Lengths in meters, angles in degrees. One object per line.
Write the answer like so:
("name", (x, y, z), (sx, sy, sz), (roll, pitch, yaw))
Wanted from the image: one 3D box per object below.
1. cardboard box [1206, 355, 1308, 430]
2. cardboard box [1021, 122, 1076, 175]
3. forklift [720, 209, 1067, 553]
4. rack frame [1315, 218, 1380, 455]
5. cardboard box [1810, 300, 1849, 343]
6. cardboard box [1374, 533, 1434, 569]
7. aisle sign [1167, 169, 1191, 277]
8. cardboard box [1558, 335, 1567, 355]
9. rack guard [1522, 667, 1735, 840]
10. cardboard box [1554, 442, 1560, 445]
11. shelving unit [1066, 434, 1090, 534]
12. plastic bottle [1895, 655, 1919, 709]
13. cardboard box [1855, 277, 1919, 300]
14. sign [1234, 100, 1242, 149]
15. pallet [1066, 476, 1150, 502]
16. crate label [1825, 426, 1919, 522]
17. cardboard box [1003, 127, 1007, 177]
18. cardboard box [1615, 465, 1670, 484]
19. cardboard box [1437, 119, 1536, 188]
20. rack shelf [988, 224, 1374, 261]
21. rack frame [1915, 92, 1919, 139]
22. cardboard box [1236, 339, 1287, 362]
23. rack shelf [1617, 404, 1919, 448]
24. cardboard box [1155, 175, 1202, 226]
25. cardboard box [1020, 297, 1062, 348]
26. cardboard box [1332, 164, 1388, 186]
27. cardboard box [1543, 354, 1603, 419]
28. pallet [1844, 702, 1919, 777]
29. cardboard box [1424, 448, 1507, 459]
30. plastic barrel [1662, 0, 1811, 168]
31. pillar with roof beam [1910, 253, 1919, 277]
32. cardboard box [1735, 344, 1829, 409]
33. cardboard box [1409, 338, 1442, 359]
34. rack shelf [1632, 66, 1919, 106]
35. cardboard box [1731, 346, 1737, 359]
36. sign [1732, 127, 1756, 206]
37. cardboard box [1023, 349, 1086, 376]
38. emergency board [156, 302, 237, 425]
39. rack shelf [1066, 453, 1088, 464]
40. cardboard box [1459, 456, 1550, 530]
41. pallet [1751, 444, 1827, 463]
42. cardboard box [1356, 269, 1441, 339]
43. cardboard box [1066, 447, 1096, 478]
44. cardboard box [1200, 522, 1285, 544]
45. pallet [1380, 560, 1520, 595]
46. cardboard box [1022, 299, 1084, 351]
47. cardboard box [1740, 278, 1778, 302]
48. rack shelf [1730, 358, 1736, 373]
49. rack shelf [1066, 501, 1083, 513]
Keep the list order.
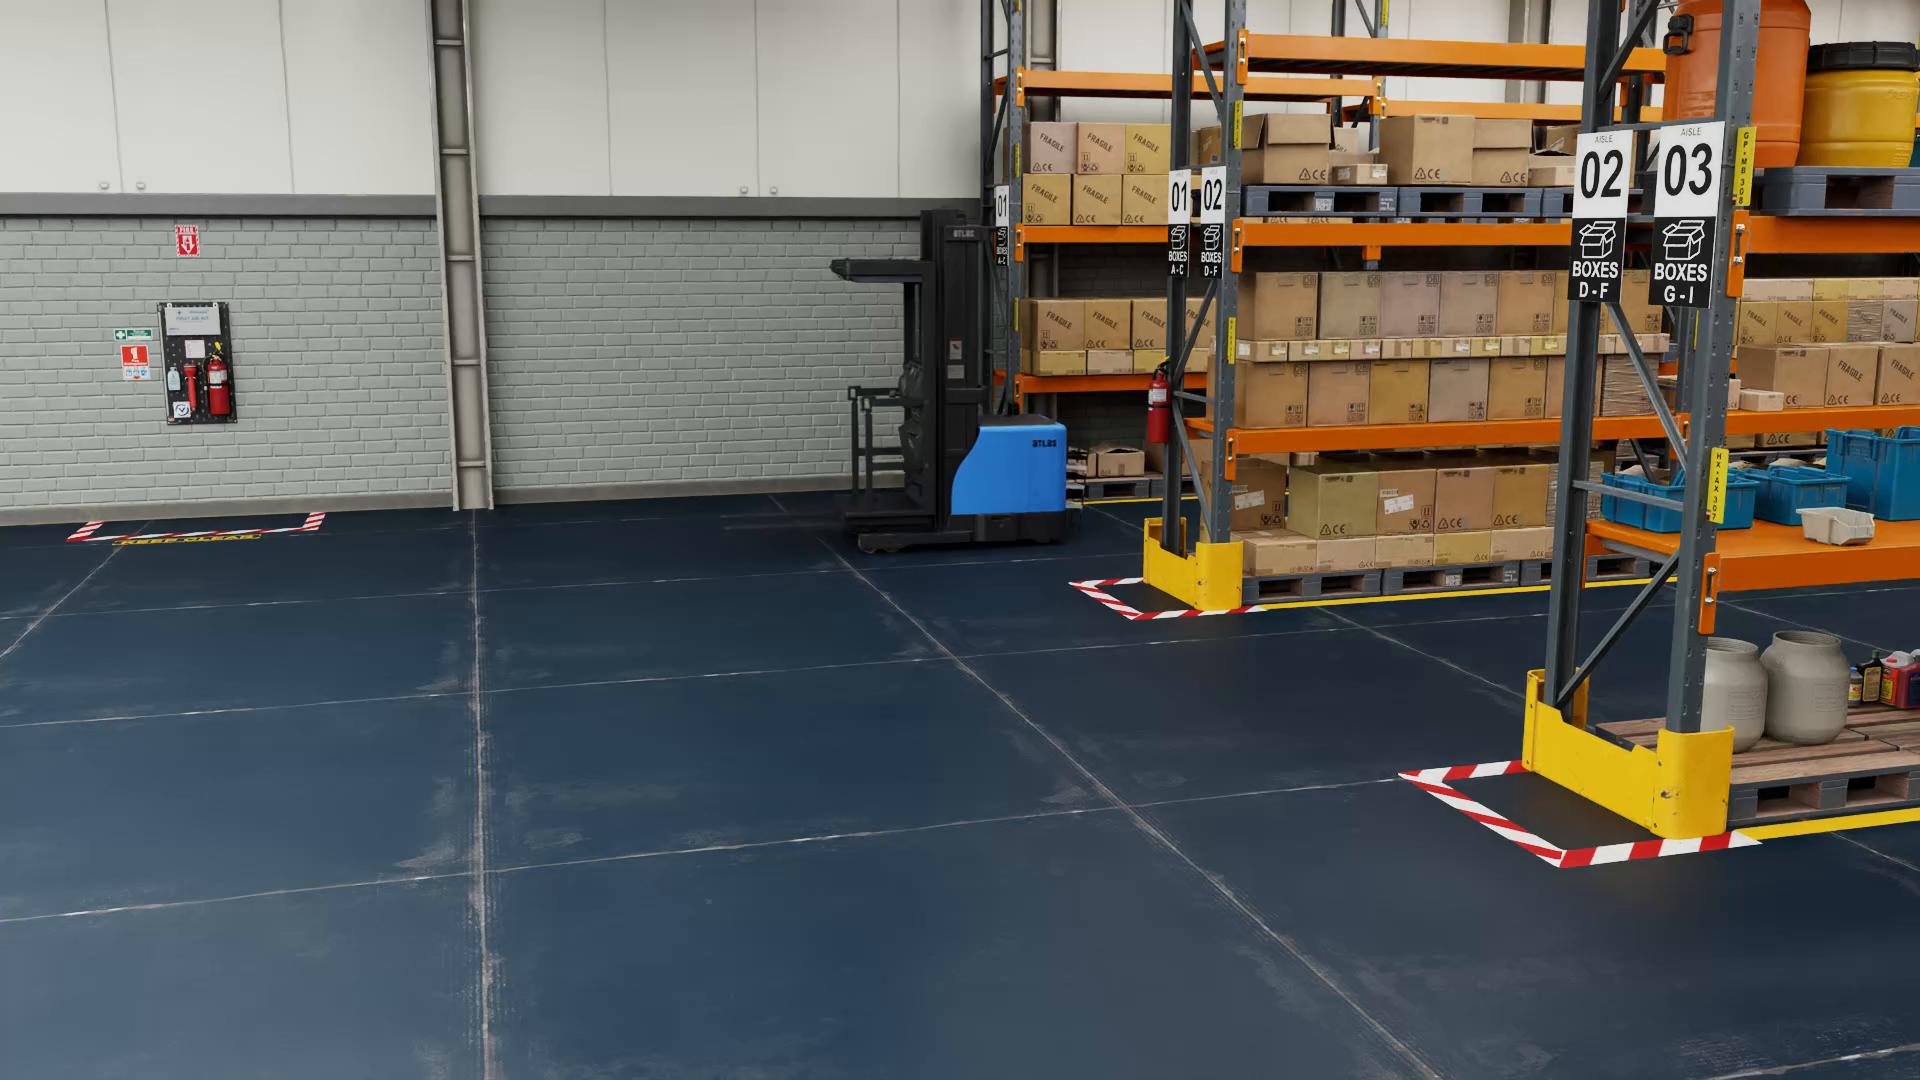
("cardboard box", (2.248, -1.132, 12.634), (0.500, 0.500, 0.700), (-3, 11, -16))
("cardboard box", (0.846, -3.926, 16.707), (0.500, 0.500, 0.500), (-4, 11, -20))
("forklift", (-0.613, -1.432, 14.728), (3.031, 2.935, 1.130), (-2, 11, -10))
("rack frame", (4.249, -2.125, 18.303), (0.127, 3.000, 1.000), (-3, 11, -16))
("cardboard box", (10.107, -2.590, 19.678), (0.500, 0.500, 0.500), (-3, 11, -14))
("cardboard box", (3.332, 0.045, 12.953), (0.500, 0.250, 0.500), (-3, 11, -16))
("aisle sign", (1.651, -2.388, 12.551), (0.004, 0.787, 0.394), (-3, 11, -16))
("cardboard box", (4.695, -1.542, 13.068), (0.250, 0.149, 0.380), (-3, 11, -16))
("rack guard", (3.237, 1.017, 8.140), (0.348, 0.500, 1.175), (-3, 11, -16))
("cardboard box", (6.885, -1.263, 19.310), (0.500, 0.500, 0.700), (-3, 11, -16))
("shelving unit", (1.013, -0.522, 15.348), (0.210, 0.900, 0.258), (3, 9, -19))
("plastic bottle", (5.098, 0.761, 8.916), (0.133, 0.283, 0.061), (-3, 11, -16))
("cardboard box", (11.059, -3.011, 19.895), (0.500, 0.250, 0.500), (-3, 11, -15))
("sign", (1.946, -2.909, 11.643), (0.005, 0.325, 0.100), (-3, 11, -16))
("pallet", (1.271, -0.590, 17.667), (1.213, 0.211, 1.003), (-3, 11, -16))
("crate label", (4.869, -0.358, 8.607), (0.616, 0.435, 0.502), (-3, 11, -16))
("cardboard box", (0.749, -4.016, 17.196), (0.500, 0.500, 0.500), (-3, 11, -13))
("cardboard box", (5.945, -0.464, 14.168), (0.500, 0.311, 0.500), (-3, 11, -16))
("cardboard box", (4.020, -3.004, 12.961), (0.637, 0.503, 0.797), (-2, 11, -10))
("rack shelf", (2.328, -3.145, 17.547), (4.000, 0.370, 1.077), (-3, 11, -16))
("rack frame", (11.930, -5.480, 19.959), (0.127, 3.000, 1.000), (-3, 11, -16))
("cardboard box", (2.233, -1.412, 12.363), (0.250, 0.149, 0.380), (-3, 11, -16))
("rack shelf", (7.557, -1.011, 14.241), (4.000, 0.370, 1.077), (-3, 11, -16))
("cardboard box", (2.330, -3.509, 17.205), (0.500, 0.500, 0.500), (-2, 11, -12))
("cardboard box", (0.801, -2.288, 17.478), (0.500, 0.500, 0.500), (-3, 11, -17))
("cardboard box", (2.975, -2.717, 12.384), (0.250, 0.149, 0.380), (-3, 11, -16))
("cardboard box", (4.708, -1.262, 13.338), (0.500, 0.500, 0.700), (-3, 11, -17))
("pallet", (5.188, 1.058, 8.716), (1.213, 0.211, 1.003), (-3, 11, -16))
("cardboard box", (4.144, -0.467, 13.662), (0.500, 0.500, 0.500), (-3, 11, -16))
("plastic barrel", (3.608, -2.140, 7.753), (0.708, 0.830, 0.600), (-3, 11, -16))
("pillar with roof beam", (13.563, -4.917, 16.903), (0.400, 9.000, 9.100), (-3, 11, -16))
("cardboard box", (6.884, -1.376, 13.958), (0.500, 0.500, 0.500), (-2, 11, -12))
("cardboard box", (3.469, -1.477, 12.719), (0.250, 0.149, 0.380), (-3, 11, -17))
("rack shelf", (7.557, -3.765, 13.734), (4.000, 0.370, 1.077), (-3, 11, -16))
("cardboard box", (8.993, -2.200, 19.349), (0.250, 0.149, 0.380), (-3, 11, -14))
("sign", (3.327, -1.584, 7.055), (0.005, 0.325, 0.100), (-3, 11, -16))
("cardboard box", (0.965, -1.828, 17.049), (0.500, 0.250, 0.500), (-3, 11, -18))
("emergency board", (-7.306, -1.686, 15.920), (0.643, 1.169, 0.194), (-3, 11, -16))
("rack shelf", (1.036, -0.755, 15.313), (0.200, 0.077, 0.258), (3, 9, -19))
("cardboard box", (4.290, -0.376, 13.168), (0.500, 0.500, 0.500), (-3, 11, -16))
("pallet", (10.036, -1.044, 20.132), (1.213, 0.211, 1.003), (-3, 11, -16))
("cardboard box", (3.286, -1.826, 12.820), (0.500, 0.500, 0.700), (-3, 11, -16))
("cardboard box", (1.097, -0.836, 17.512), (0.500, 0.311, 0.500), (-4, 11, -22))
("cardboard box", (2.228, 0.006, 13.164), (0.500, 0.250, 0.500), (-3, 11, -16))
("pallet", (3.688, 0.203, 13.361), (1.213, 0.211, 1.003), (-3, 11, -16))
("cardboard box", (0.950, -2.199, 16.995), (0.500, 0.500, 0.500), (-3, 11, -16))
("cardboard box", (9.113, -2.907, 19.327), (0.500, 0.250, 0.500), (-3, 11, -17))
("rack shelf", (10.009, -2.075, 20.017), (4.000, 0.370, 1.077), (-3, 11, -16))
("rack shelf", (0.993, -0.312, 15.380), (0.200, 0.077, 0.258), (3, 9, -19))
